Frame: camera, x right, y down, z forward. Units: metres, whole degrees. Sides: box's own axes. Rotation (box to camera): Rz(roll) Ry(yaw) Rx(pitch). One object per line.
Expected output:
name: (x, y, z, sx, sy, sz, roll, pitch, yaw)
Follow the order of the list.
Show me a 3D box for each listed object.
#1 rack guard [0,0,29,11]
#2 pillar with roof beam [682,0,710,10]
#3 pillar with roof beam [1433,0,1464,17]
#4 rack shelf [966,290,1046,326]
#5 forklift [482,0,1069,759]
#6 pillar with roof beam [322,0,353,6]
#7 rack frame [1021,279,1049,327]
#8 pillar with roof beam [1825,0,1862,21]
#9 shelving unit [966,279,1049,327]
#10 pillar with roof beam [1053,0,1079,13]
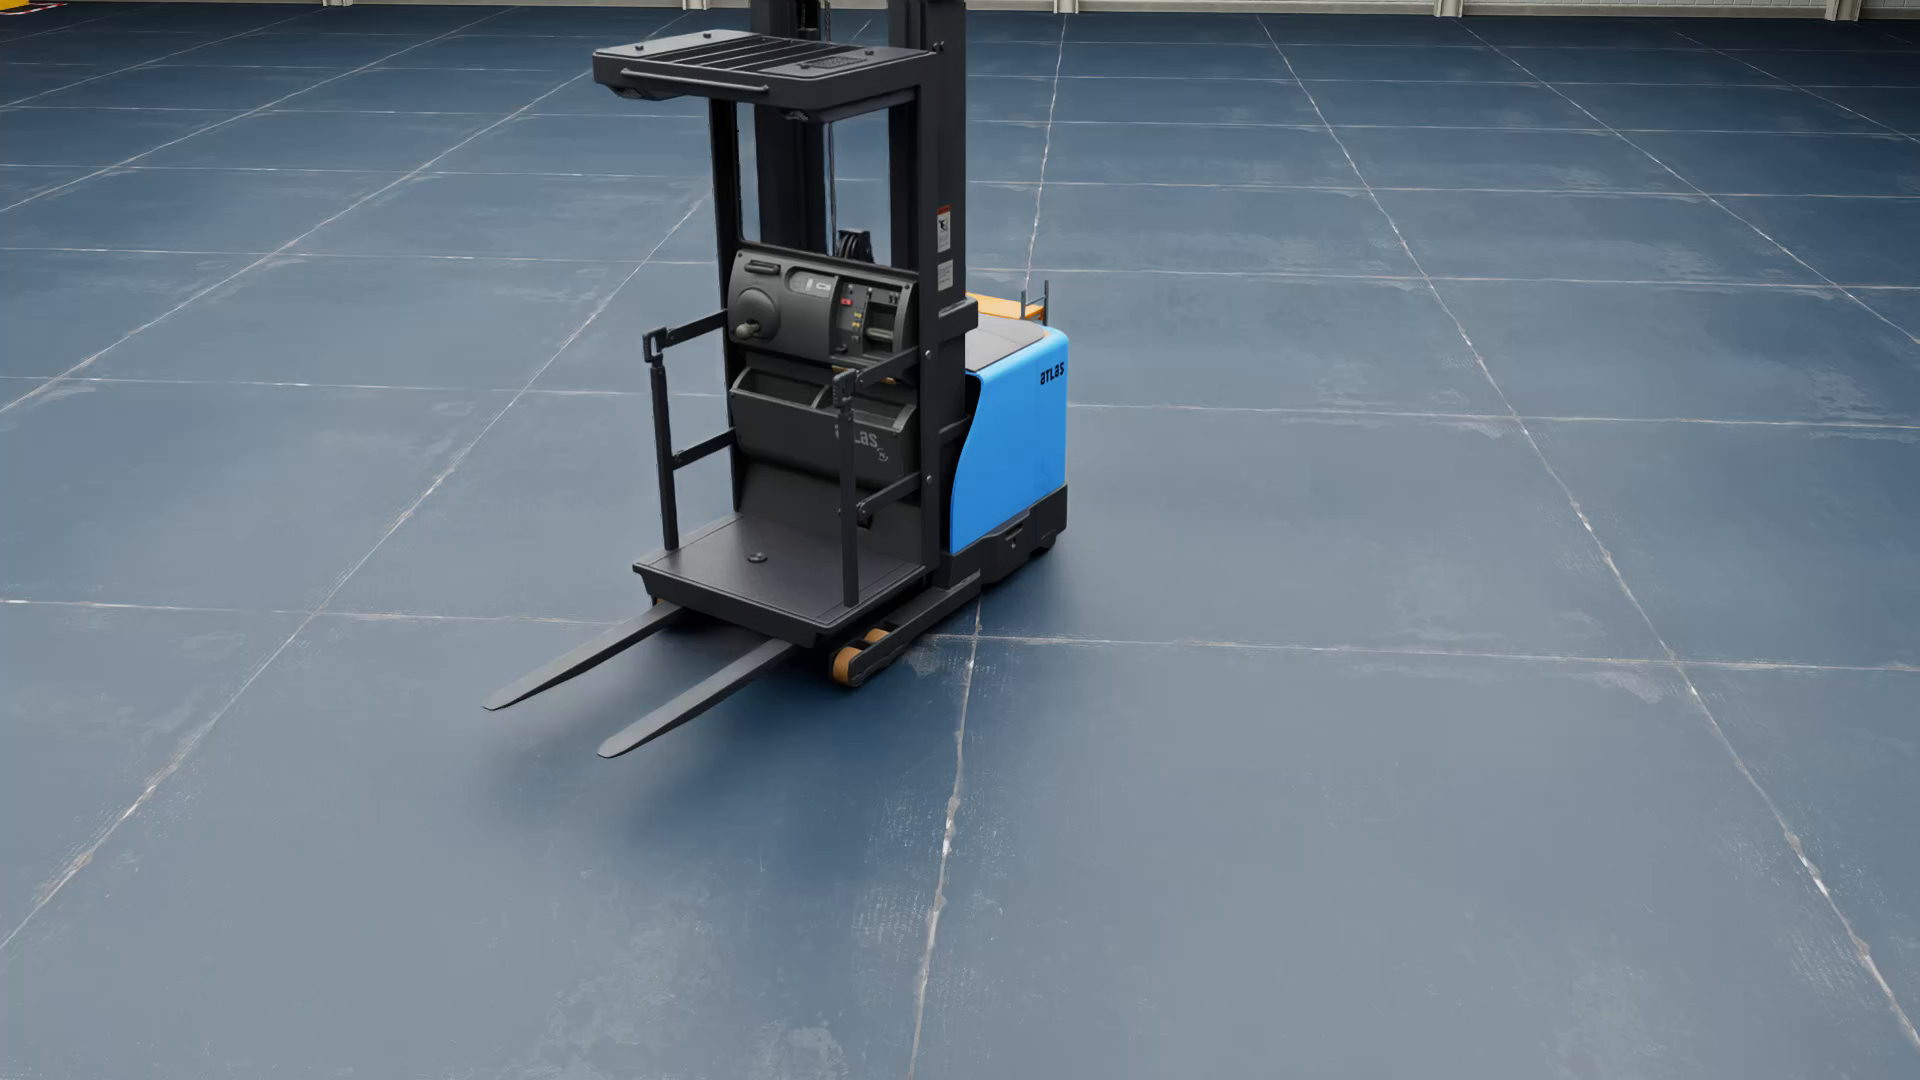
rack guard: (-15.597, -8.863, 26.914, 0.348, 0.500, 1.175, 2, 25, 4)
pillar with roof beam: (-4.611, -10.945, 21.270, 0.400, 9.000, 9.100, 2, 25, 4)
pillar with roof beam: (7.353, -10.561, 20.436, 0.400, 9.000, 9.100, 2, 25, 4)
rack shelf: (0.161, -1.106, 8.279, 0.480, 0.148, 0.258, 15, 29, 30)
forklift: (-0.709, -0.945, 6.797, 1.130, 2.935, 3.031, 16, 29, 30)
pillar with roof beam: (-10.594, -11.137, 21.687, 0.400, 9.000, 9.100, 2, 25, 4)
rack frame: (0.365, -0.694, 8.322, 0.015, 1.200, 0.240, 15, 29, 30)
pillar with roof beam: (13.336, -10.369, 20.018, 0.400, 9.000, 9.100, 2, 25, 4)
shelving unit: (0.161, -0.749, 8.443, 0.503, 1.200, 0.258, 15, 29, 30)
pillar with roof beam: (1.371, -10.753, 20.853, 0.400, 9.000, 9.100, 2, 25, 4)
